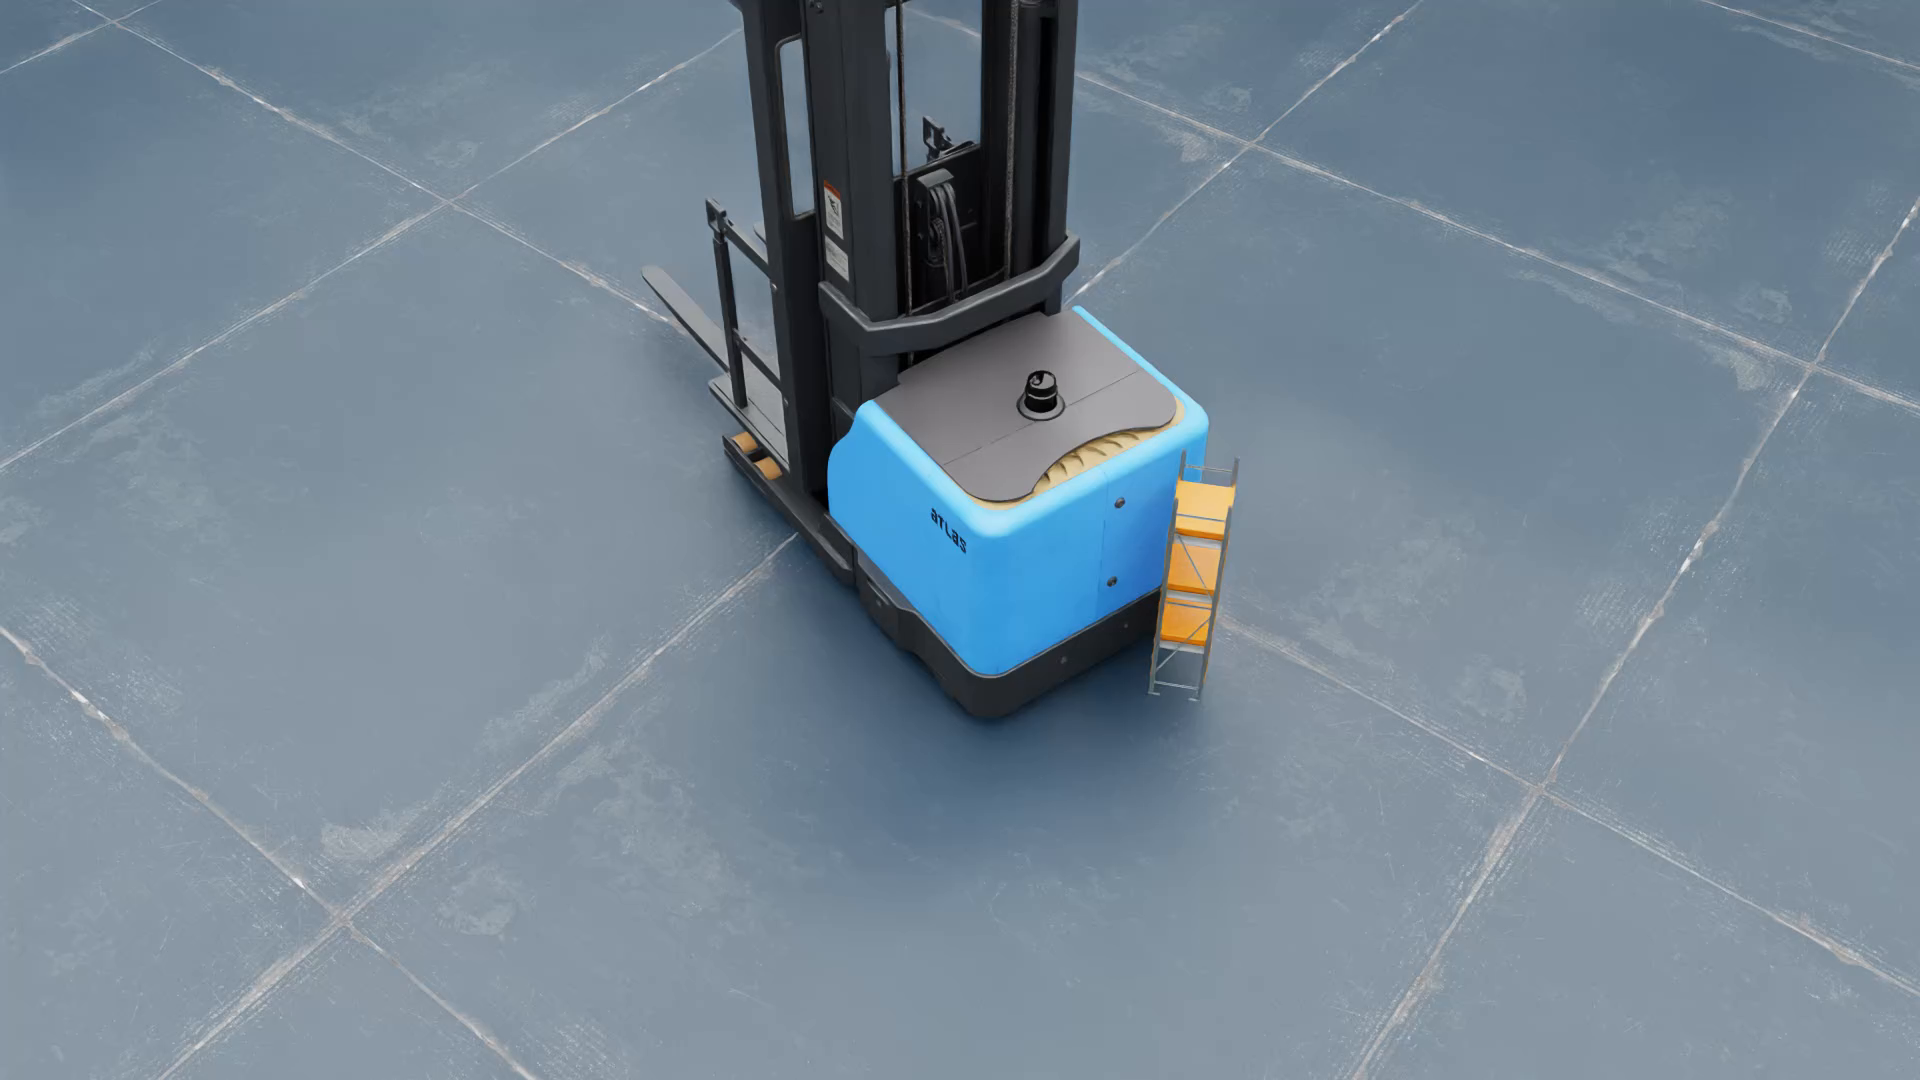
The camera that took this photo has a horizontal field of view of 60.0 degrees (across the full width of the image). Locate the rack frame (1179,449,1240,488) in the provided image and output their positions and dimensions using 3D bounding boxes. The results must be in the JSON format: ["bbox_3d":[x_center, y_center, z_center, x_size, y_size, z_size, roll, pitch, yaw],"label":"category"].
[{"bbox_3d":[0.867,0.065,6.127,0.200,1.050,0.008,9,47,8],"label":"rack frame"}]

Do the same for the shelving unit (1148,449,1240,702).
[{"bbox_3d":[0.842,0.151,6.044,0.215,1.050,0.252,9,47,8],"label":"shelving unit"}]

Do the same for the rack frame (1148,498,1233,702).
[{"bbox_3d":[0.817,0.238,5.962,0.200,1.050,0.008,9,47,8],"label":"rack frame"}]

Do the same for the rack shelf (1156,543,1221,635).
[{"bbox_3d":[0.842,0.159,6.052,0.215,0.259,0.240,9,47,8],"label":"rack shelf"}]

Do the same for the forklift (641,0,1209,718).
[{"bbox_3d":[-0.360,-1.382,6.208,1.130,2.935,3.031,-27,52,-23],"label":"forklift"}]

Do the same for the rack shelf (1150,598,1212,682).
[{"bbox_3d":[0.842,0.351,6.253,0.215,0.259,0.240,9,47,8],"label":"rack shelf"}]

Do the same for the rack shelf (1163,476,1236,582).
[{"bbox_3d":[0.842,-0.037,5.847,0.215,0.259,0.240,9,47,8],"label":"rack shelf"}]
